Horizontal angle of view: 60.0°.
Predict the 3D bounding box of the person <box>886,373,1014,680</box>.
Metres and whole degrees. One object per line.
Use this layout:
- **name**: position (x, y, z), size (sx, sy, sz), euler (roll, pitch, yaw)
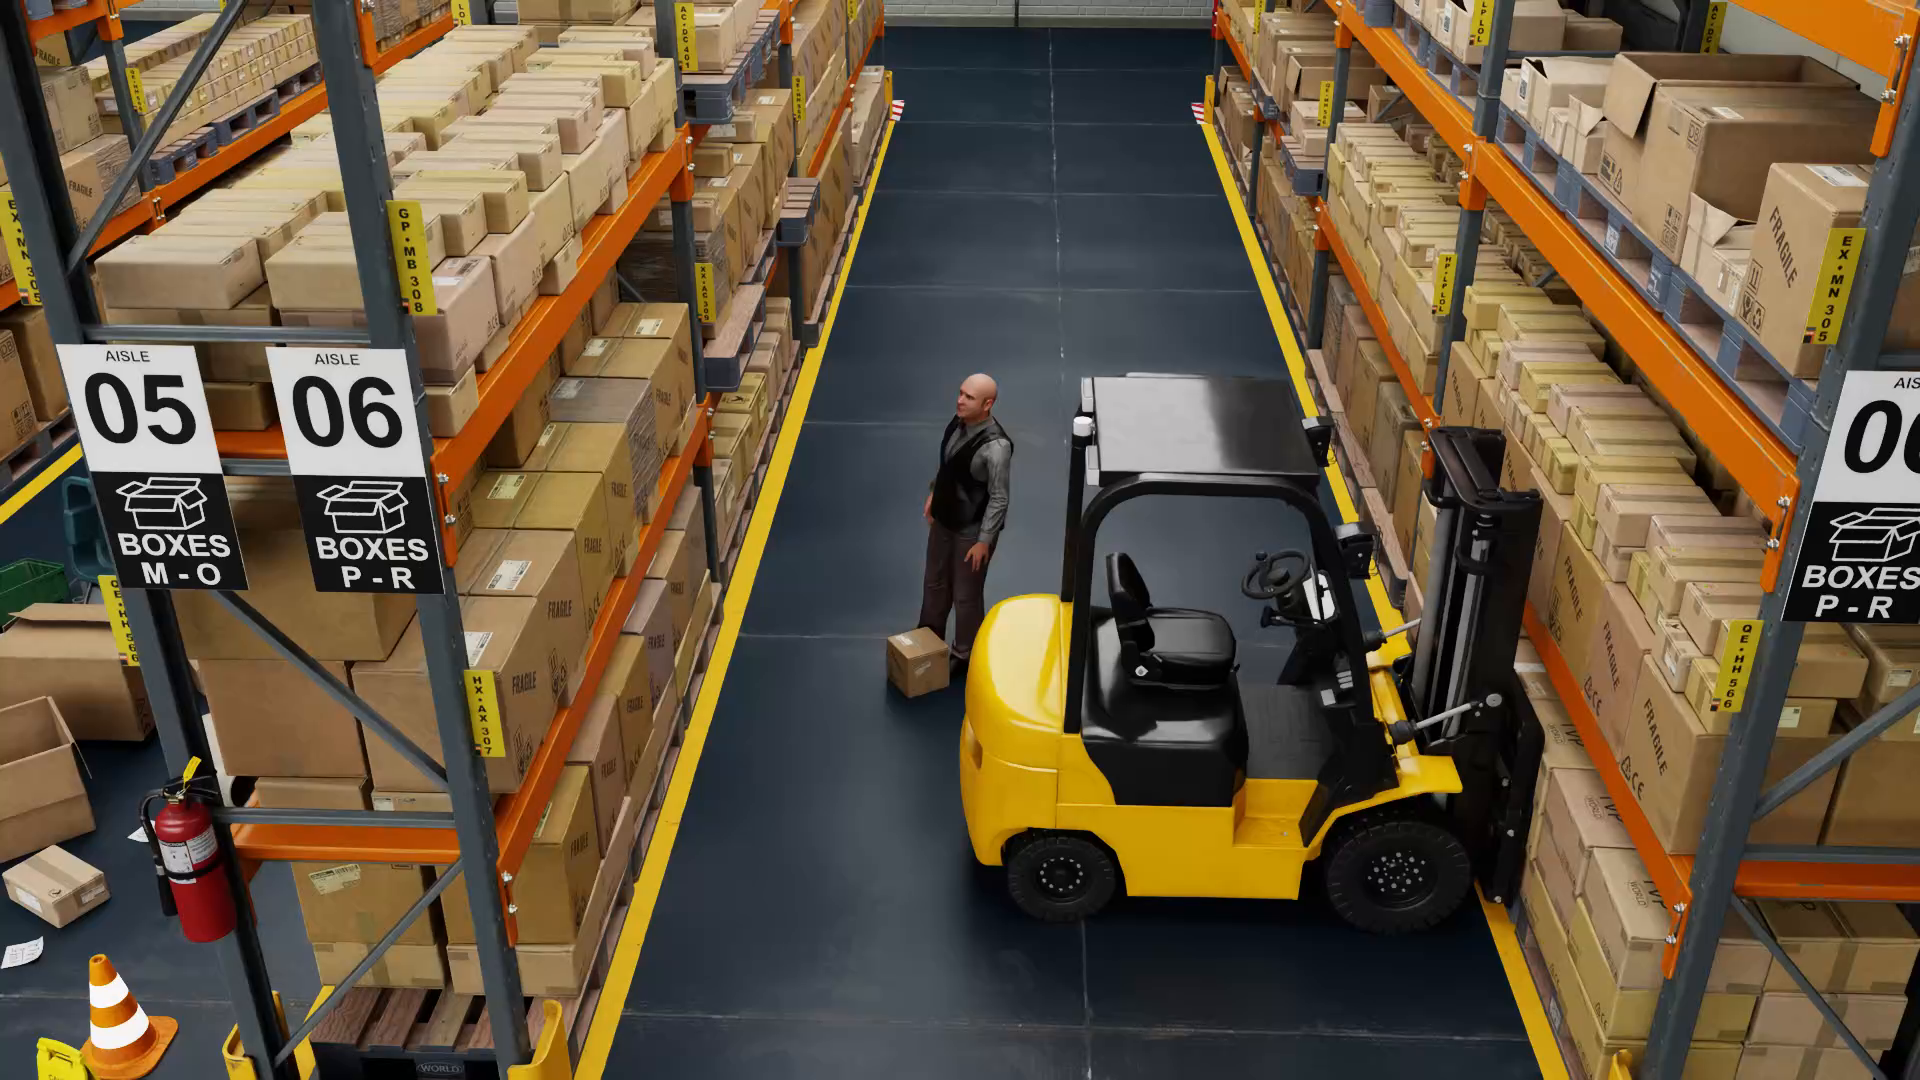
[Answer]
- **person**: position (-0.036, -0.061, 8.744), size (0.567, 1.721, 0.633), euler (-13, 31, -24)
